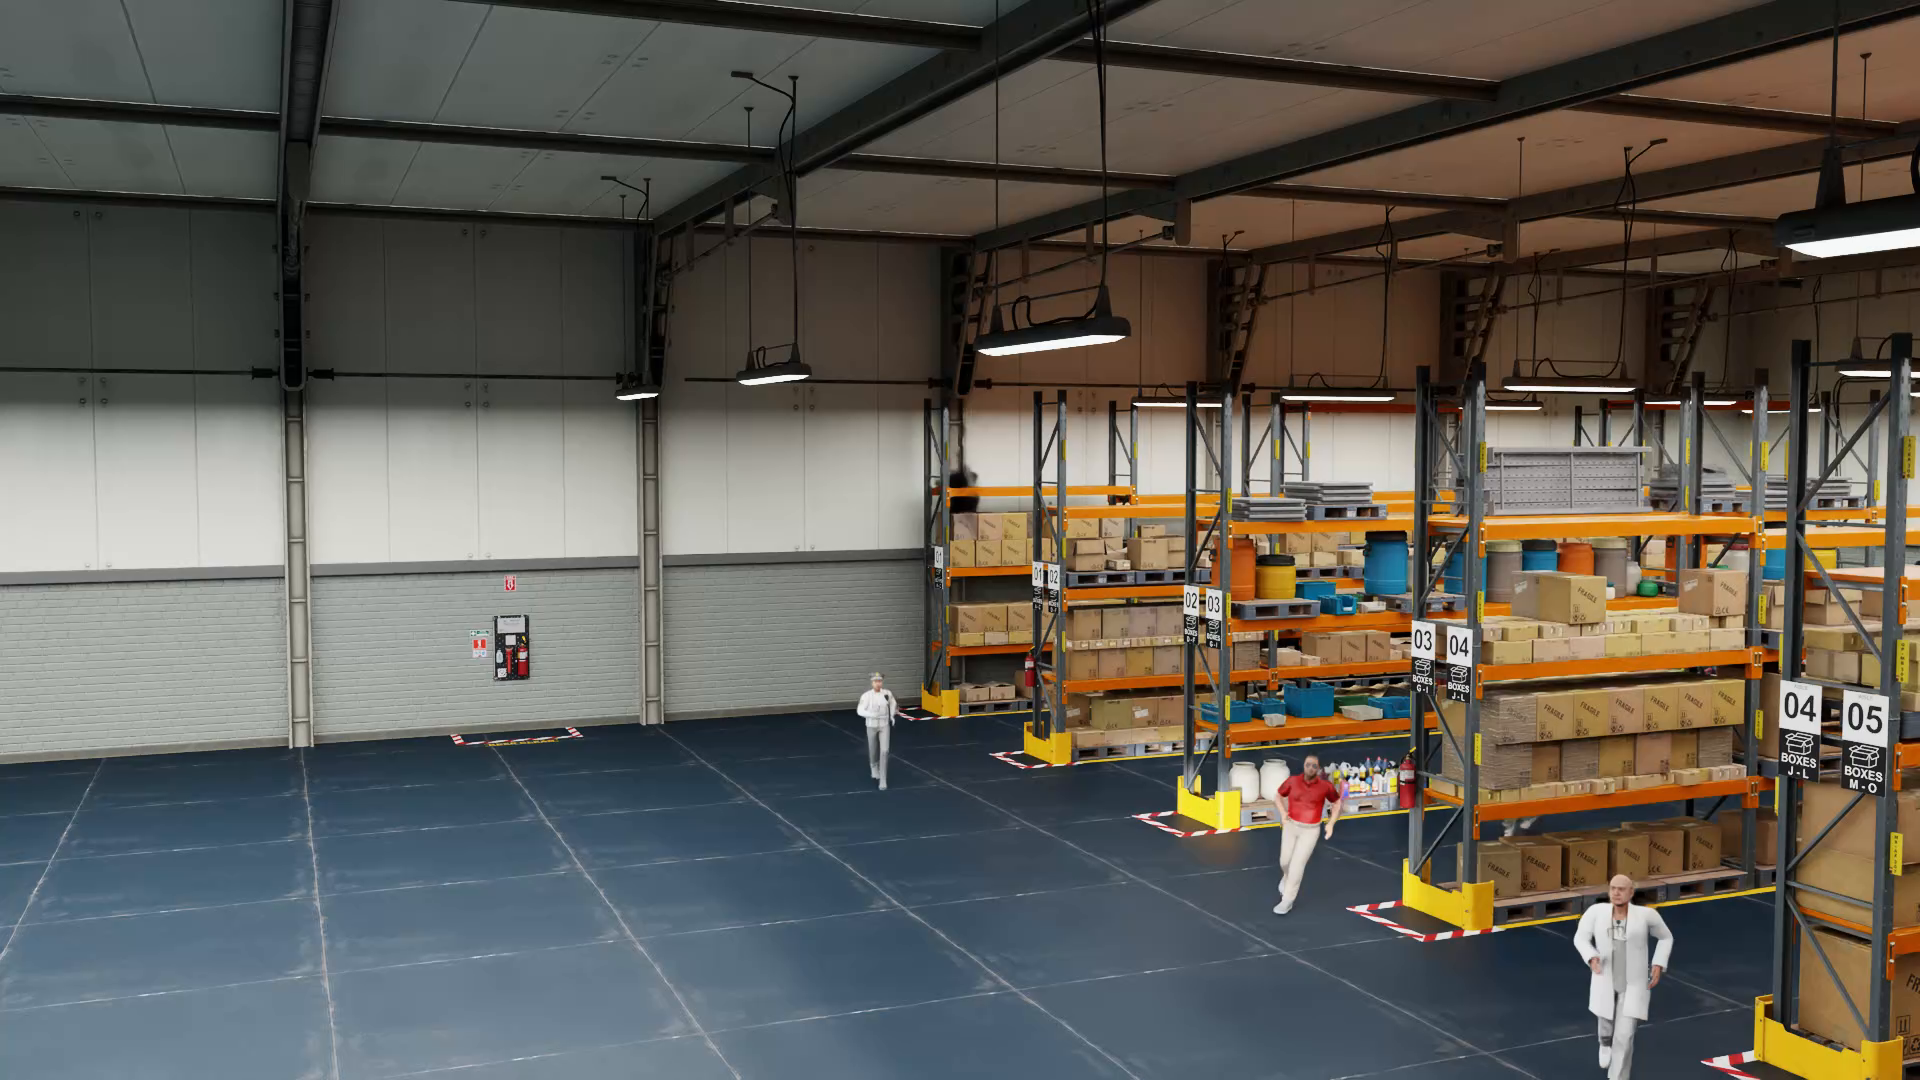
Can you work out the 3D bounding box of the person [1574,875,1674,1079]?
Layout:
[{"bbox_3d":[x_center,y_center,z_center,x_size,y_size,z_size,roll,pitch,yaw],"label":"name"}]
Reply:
[{"bbox_3d":[5.225,3.511,13.130,0.719,1.784,0.996,2,4,30],"label":"person"}]

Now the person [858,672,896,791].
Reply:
[{"bbox_3d":[-1.243,2.833,25.010,0.600,1.724,0.896,0,3,-6],"label":"person"}]

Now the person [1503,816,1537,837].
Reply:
[{"bbox_3d":[7.339,3.052,21.811,0.837,1.701,0.586,-3,5,-44],"label":"person"}]

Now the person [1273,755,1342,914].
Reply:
[{"bbox_3d":[3.815,3.227,18.432,0.732,1.689,0.955,2,4,26],"label":"person"}]
